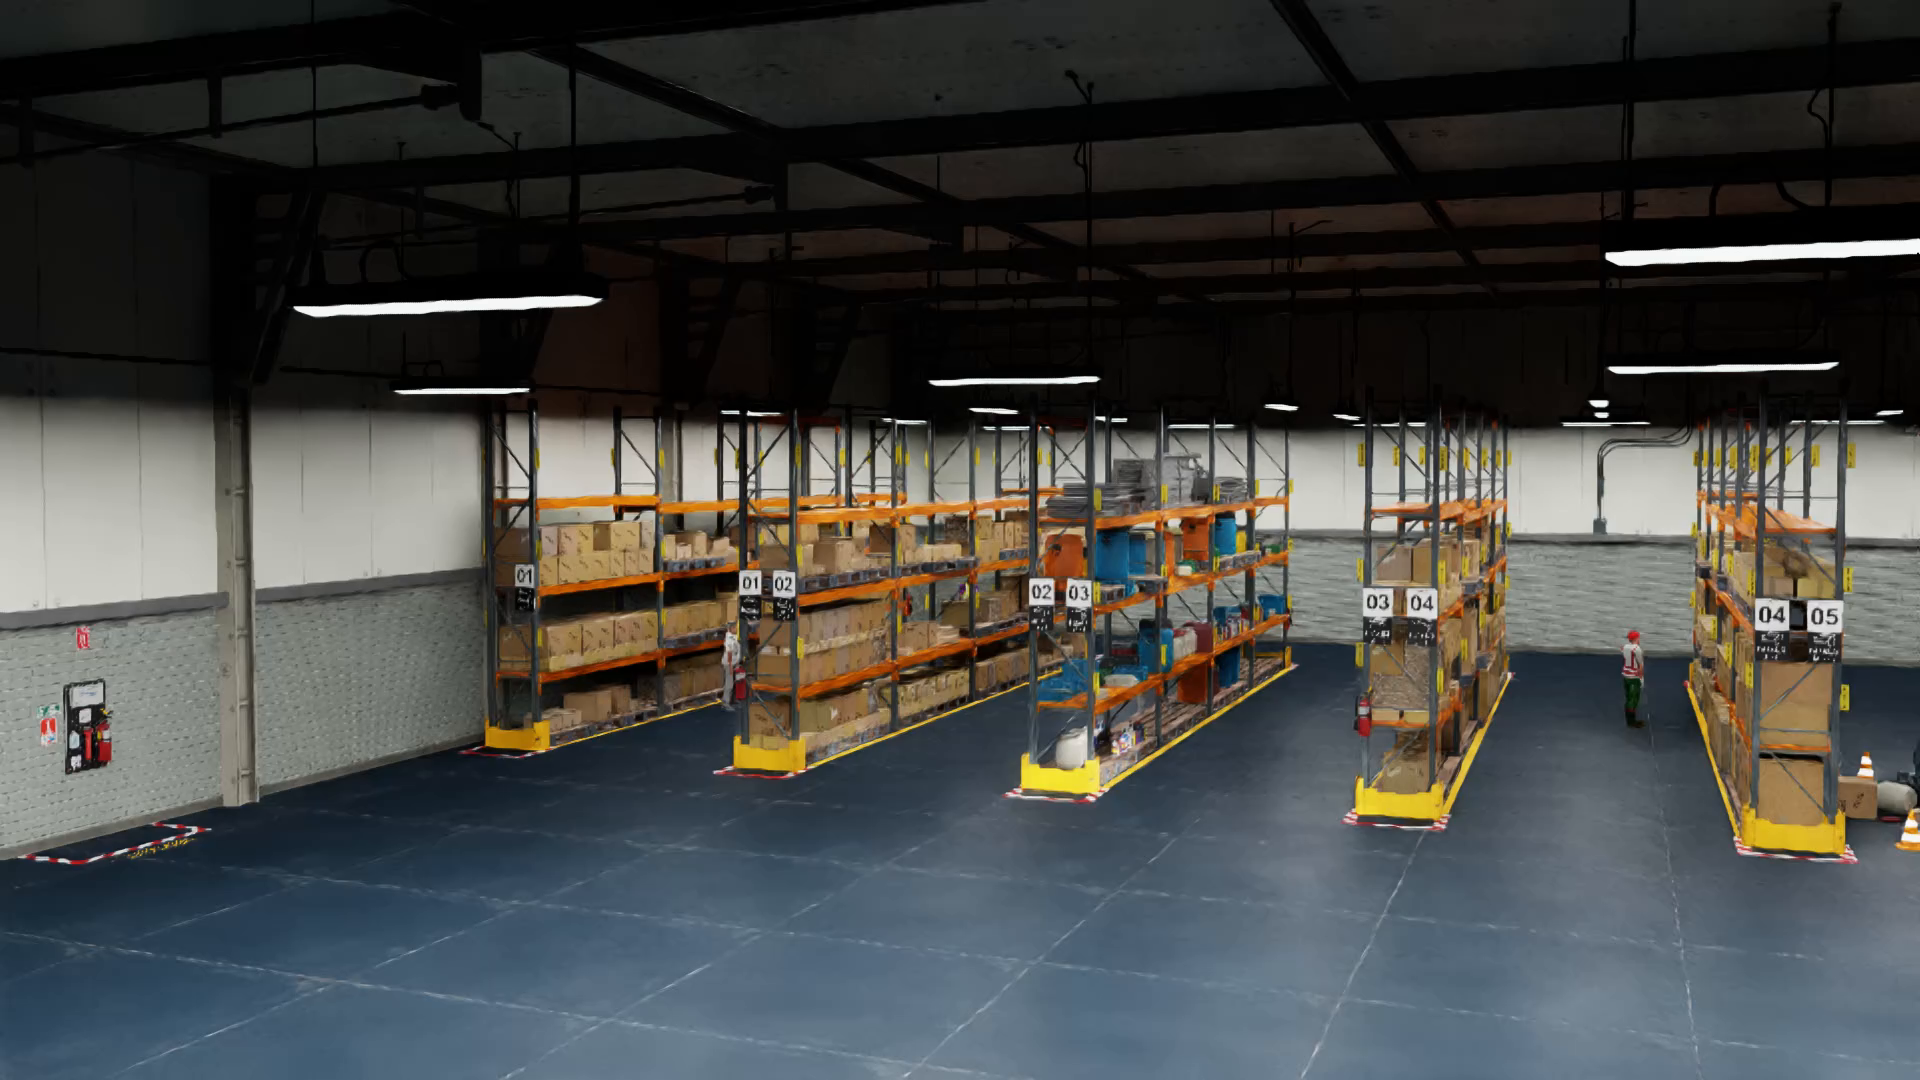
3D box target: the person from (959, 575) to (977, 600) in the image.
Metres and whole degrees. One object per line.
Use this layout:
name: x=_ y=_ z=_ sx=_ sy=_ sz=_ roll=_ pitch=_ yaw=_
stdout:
person: x=0.143 y=1.790 z=47.420 sx=0.743 sy=1.761 sz=0.502 roll=-1 pitch=3 yaw=-22

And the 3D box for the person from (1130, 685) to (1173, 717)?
person: x=3.669 y=2.566 z=31.577 sx=0.521 sy=1.637 sz=0.947 roll=3 pitch=4 yaw=43

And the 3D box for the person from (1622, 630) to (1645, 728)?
person: x=12.554 y=2.563 z=30.918 sx=0.443 sy=1.787 sz=0.600 roll=0 pitch=3 yaw=-9

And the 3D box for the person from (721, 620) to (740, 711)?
person: x=-4.500 y=2.477 z=33.077 sx=0.492 sy=1.767 sz=0.625 roll=0 pitch=3 yaw=-3
